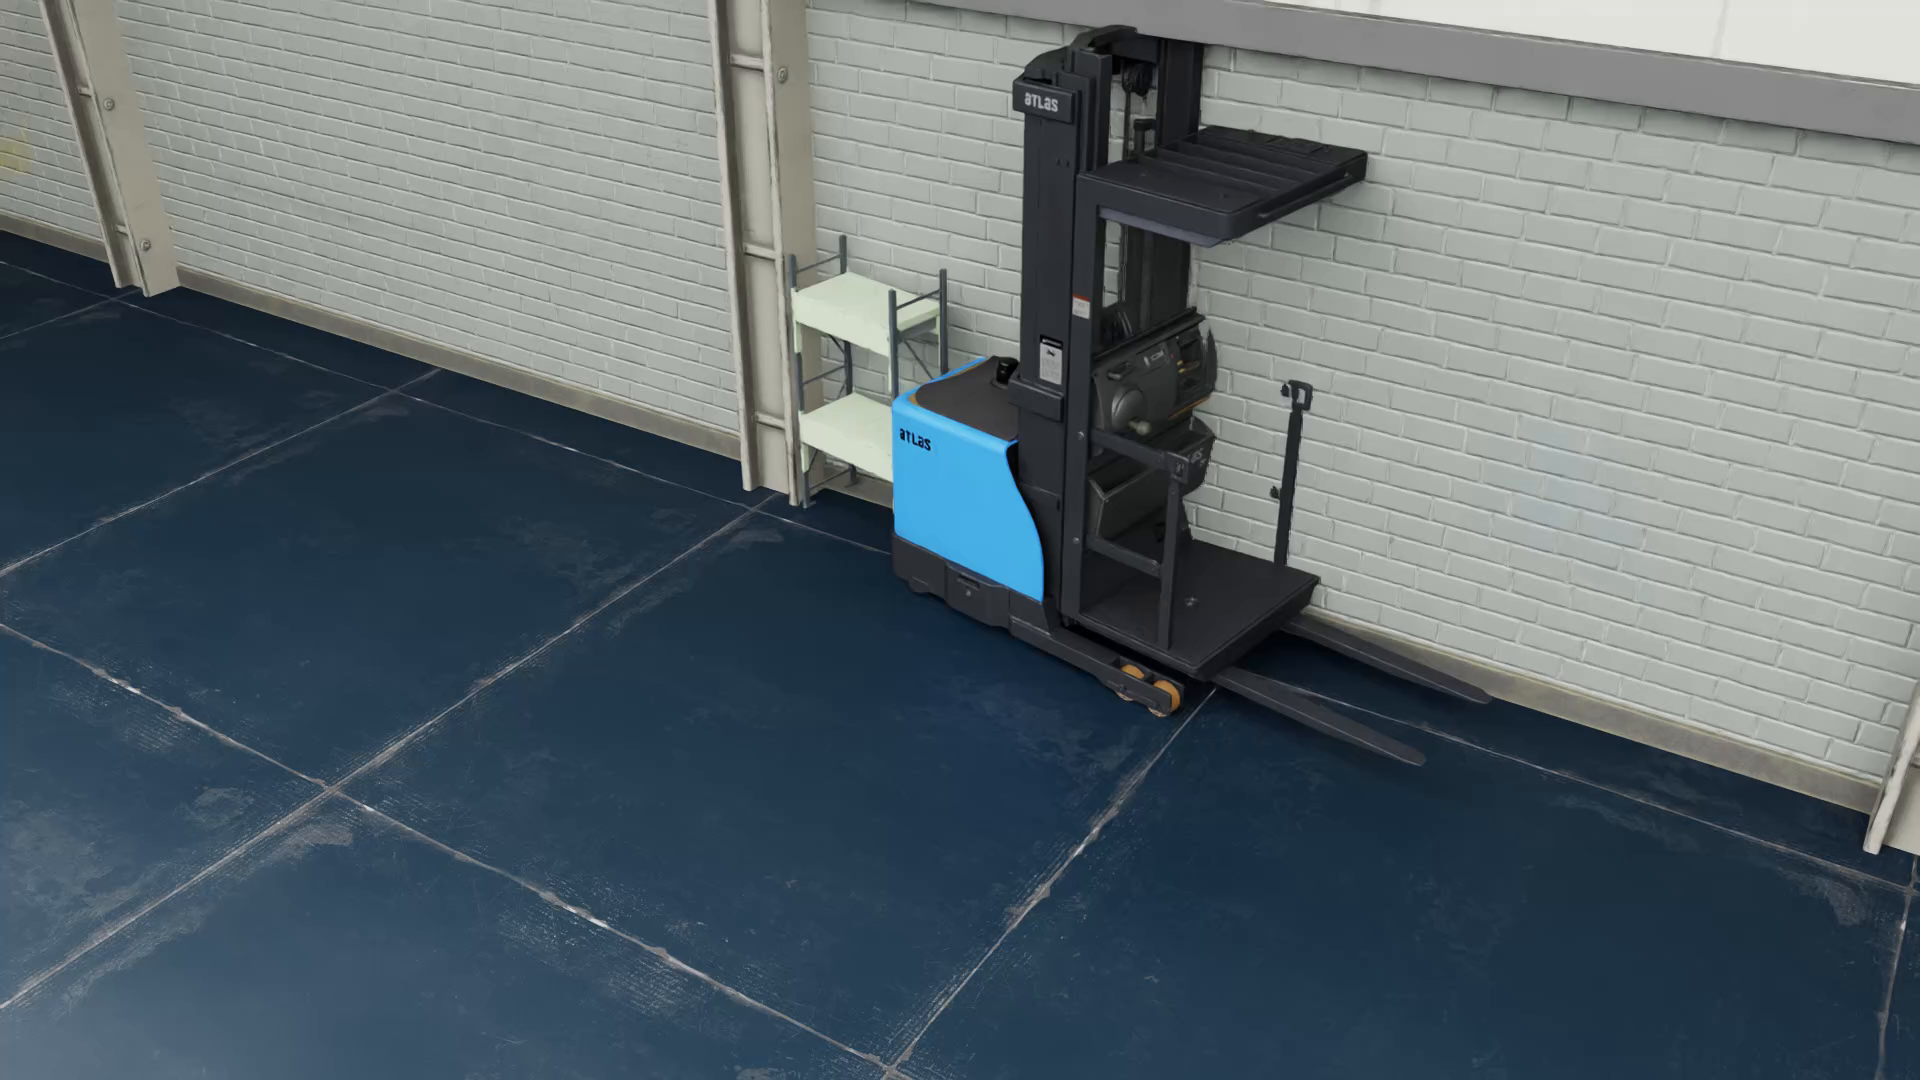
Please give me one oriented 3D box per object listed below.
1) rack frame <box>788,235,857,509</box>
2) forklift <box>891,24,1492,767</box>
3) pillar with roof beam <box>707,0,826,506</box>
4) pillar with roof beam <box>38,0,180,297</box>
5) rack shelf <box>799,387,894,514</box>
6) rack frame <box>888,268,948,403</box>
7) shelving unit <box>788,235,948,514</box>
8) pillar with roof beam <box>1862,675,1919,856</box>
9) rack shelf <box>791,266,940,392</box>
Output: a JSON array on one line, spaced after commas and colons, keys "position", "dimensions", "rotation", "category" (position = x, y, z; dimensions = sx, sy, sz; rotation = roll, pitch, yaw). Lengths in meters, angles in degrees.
[{"position": [-0.743, -0.901, 9.097], "dimensions": [0.023, 1.500, 0.400], "rotation": [25, 39, 36], "category": "rack frame"}, {"position": [1.074, -0.735, 7.601], "dimensions": [3.031, 2.935, 1.130], "rotation": [24, 38, 35], "category": "forklift"}, {"position": [-3.316, -2.362, 4.369], "dimensions": [0.400, 9.000, 9.100], "rotation": [18, 35, 27], "category": "pillar with roof beam"}, {"position": [-8.398, -3.969, 7.124], "dimensions": [0.400, 9.000, 9.100], "rotation": [18, 35, 27], "category": "pillar with roof beam"}, {"position": [-0.472, -0.495, 9.049], "dimensions": [0.720, 0.370, 0.431], "rotation": [25, 39, 36], "category": "rack shelf"}, {"position": [-0.205, -0.651, 8.668], "dimensions": [0.023, 1.500, 0.400], "rotation": [25, 39, 36], "category": "rack frame"}, {"position": [-0.474, -0.776, 8.883], "dimensions": [0.755, 1.500, 0.431], "rotation": [25, 39, 36], "category": "shelving unit"}, {"position": [1.766, -0.755, 1.613], "dimensions": [0.400, 9.000, 9.100], "rotation": [18, 35, 27], "category": "pillar with roof beam"}, {"position": [-0.477, -1.112, 8.684], "dimensions": [0.720, 0.370, 0.431], "rotation": [25, 39, 36], "category": "rack shelf"}]
